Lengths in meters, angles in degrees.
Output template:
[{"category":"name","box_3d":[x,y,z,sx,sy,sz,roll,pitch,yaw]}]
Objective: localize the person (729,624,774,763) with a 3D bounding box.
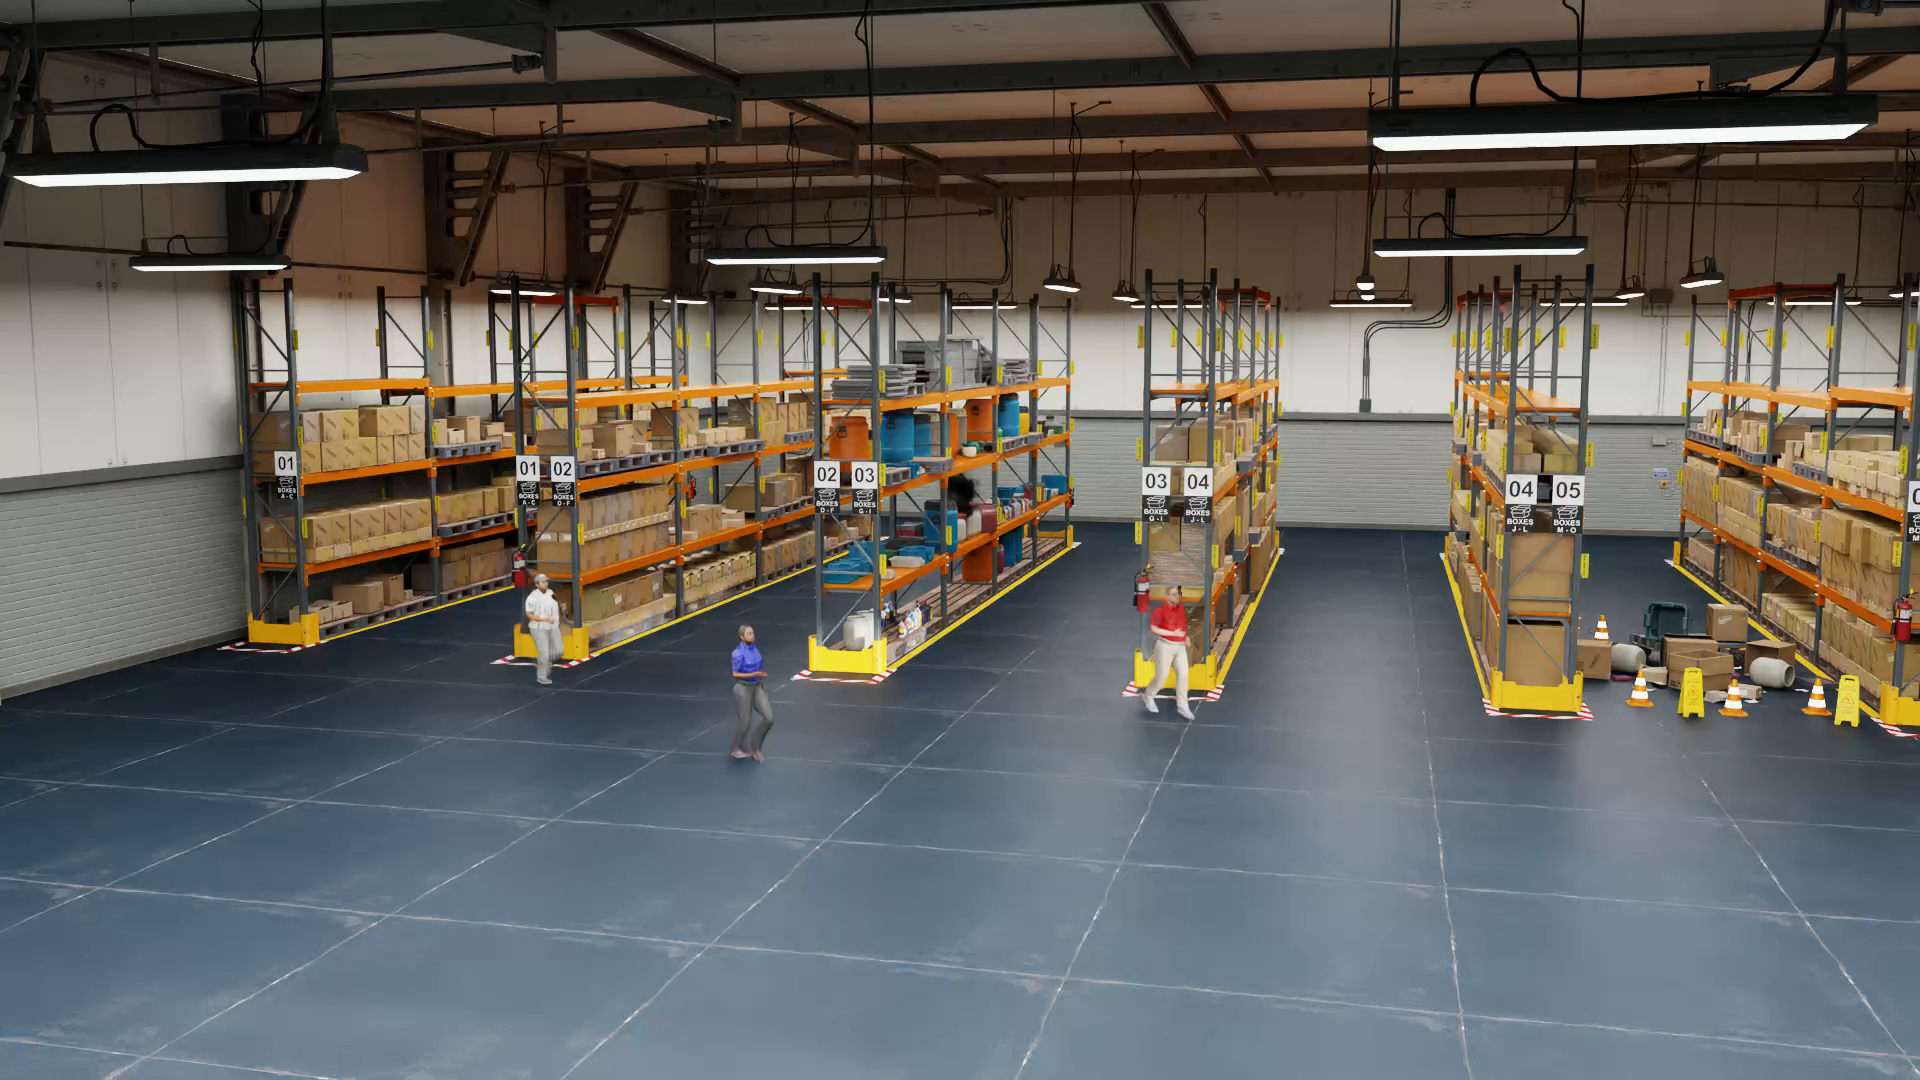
[{"category":"person","box_3d":[-2.470,1.837,19.731,0.660,1.683,0.555,5,9,37]}]

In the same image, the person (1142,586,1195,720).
[{"category":"person","box_3d":[2.810,1.473,22.174,0.672,1.734,0.884,-4,8,-32]}]

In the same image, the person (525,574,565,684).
[{"category":"person","box_3d":[-6.047,1.295,24.272,0.568,1.622,0.624,6,9,39]}]
